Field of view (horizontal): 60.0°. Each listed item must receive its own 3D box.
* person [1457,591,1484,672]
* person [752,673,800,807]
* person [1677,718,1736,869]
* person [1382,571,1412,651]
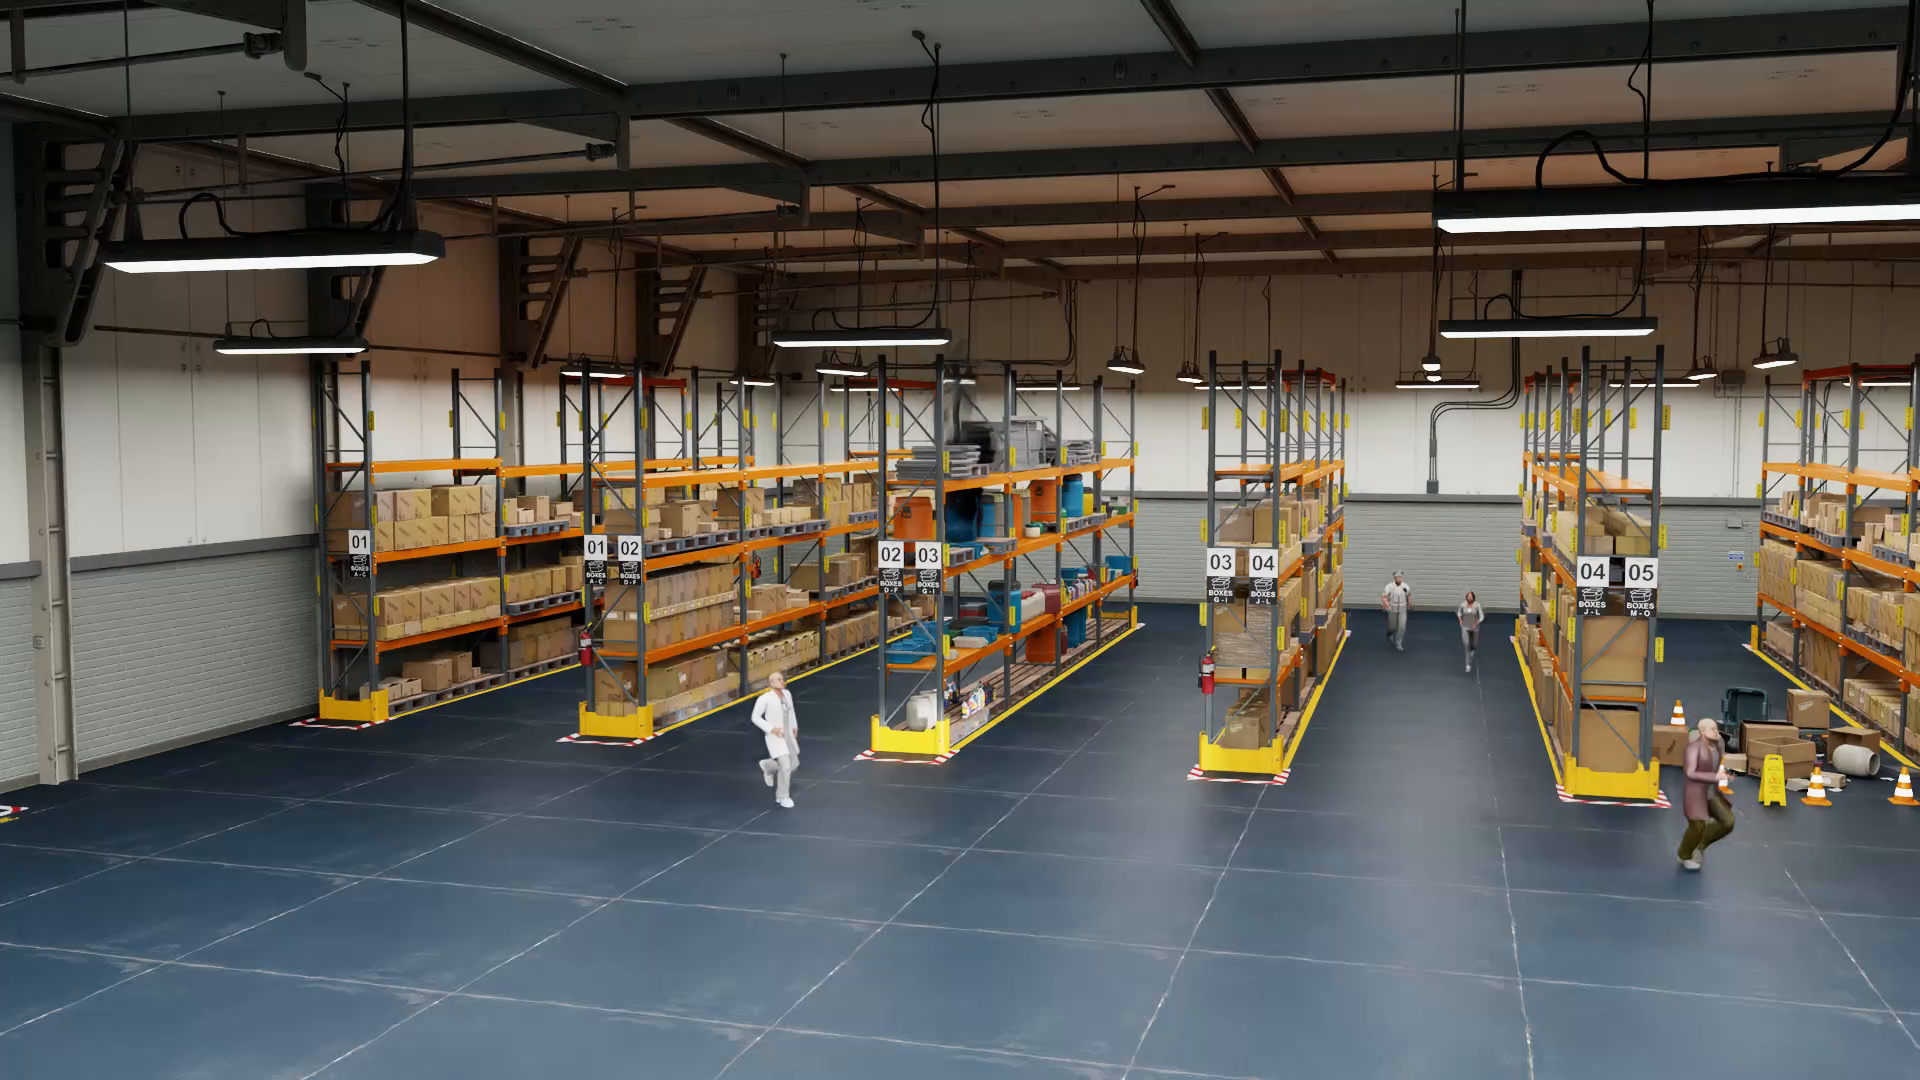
[{"bbox_3d":[10.339,1.827,33.675,0.511,1.586,0.997,1,4,14],"label":"person"},{"bbox_3d":[-2.414,2.594,21.777,0.710,1.734,0.741,3,5,37],"label":"person"},{"bbox_3d":[8.239,2.814,18.351,0.759,1.727,0.793,-2,5,-27],"label":"person"},{"bbox_3d":[9.617,1.530,36.615,0.653,1.744,0.749,0,4,4],"label":"person"}]
